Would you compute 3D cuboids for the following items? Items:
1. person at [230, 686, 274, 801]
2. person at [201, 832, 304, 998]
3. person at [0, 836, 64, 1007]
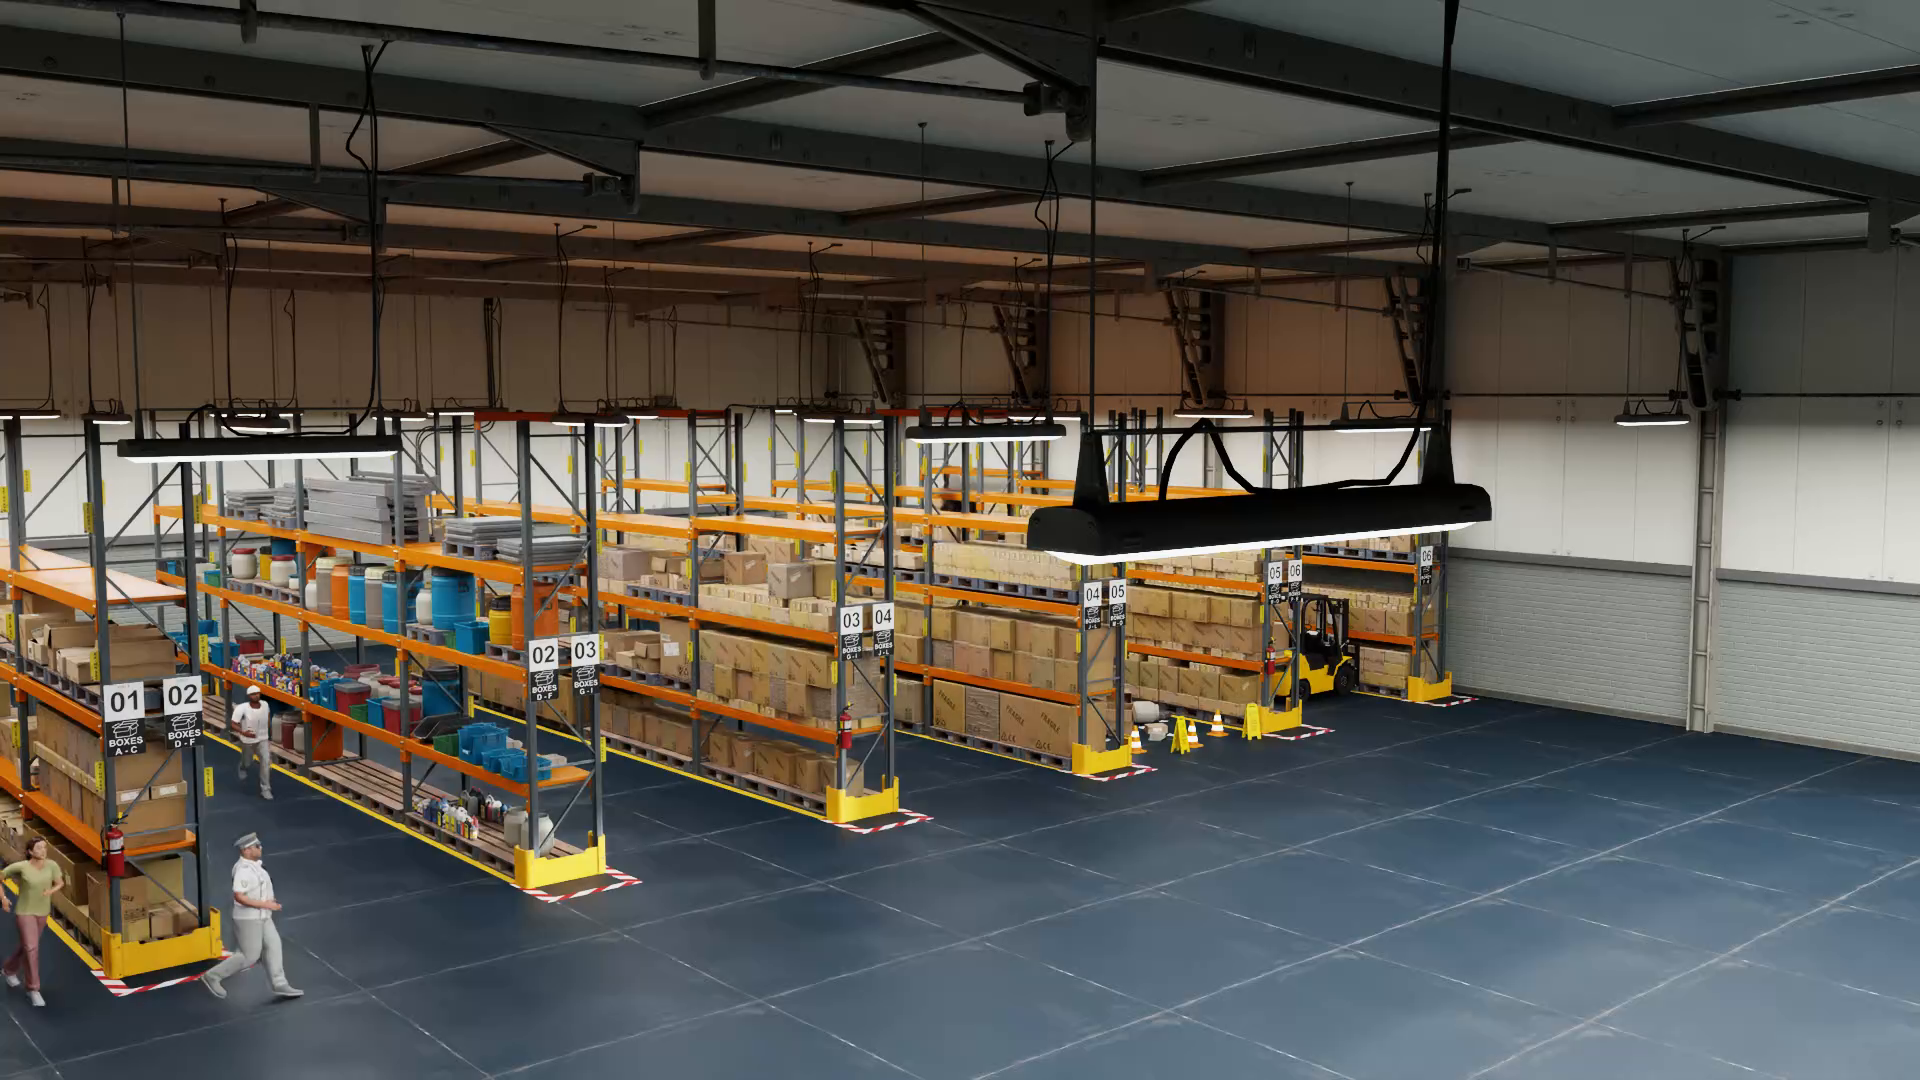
[{"bbox_3d":[-11.158,3.167,26.237,0.667,1.762,1.131,-4,6,-38],"label":"person"},{"bbox_3d":[-7.393,3.928,17.362,0.983,1.775,0.695,-1,5,-13],"label":"person"},{"bbox_3d":[-9.764,3.960,17.556,0.920,1.682,0.598,3,6,32],"label":"person"}]
